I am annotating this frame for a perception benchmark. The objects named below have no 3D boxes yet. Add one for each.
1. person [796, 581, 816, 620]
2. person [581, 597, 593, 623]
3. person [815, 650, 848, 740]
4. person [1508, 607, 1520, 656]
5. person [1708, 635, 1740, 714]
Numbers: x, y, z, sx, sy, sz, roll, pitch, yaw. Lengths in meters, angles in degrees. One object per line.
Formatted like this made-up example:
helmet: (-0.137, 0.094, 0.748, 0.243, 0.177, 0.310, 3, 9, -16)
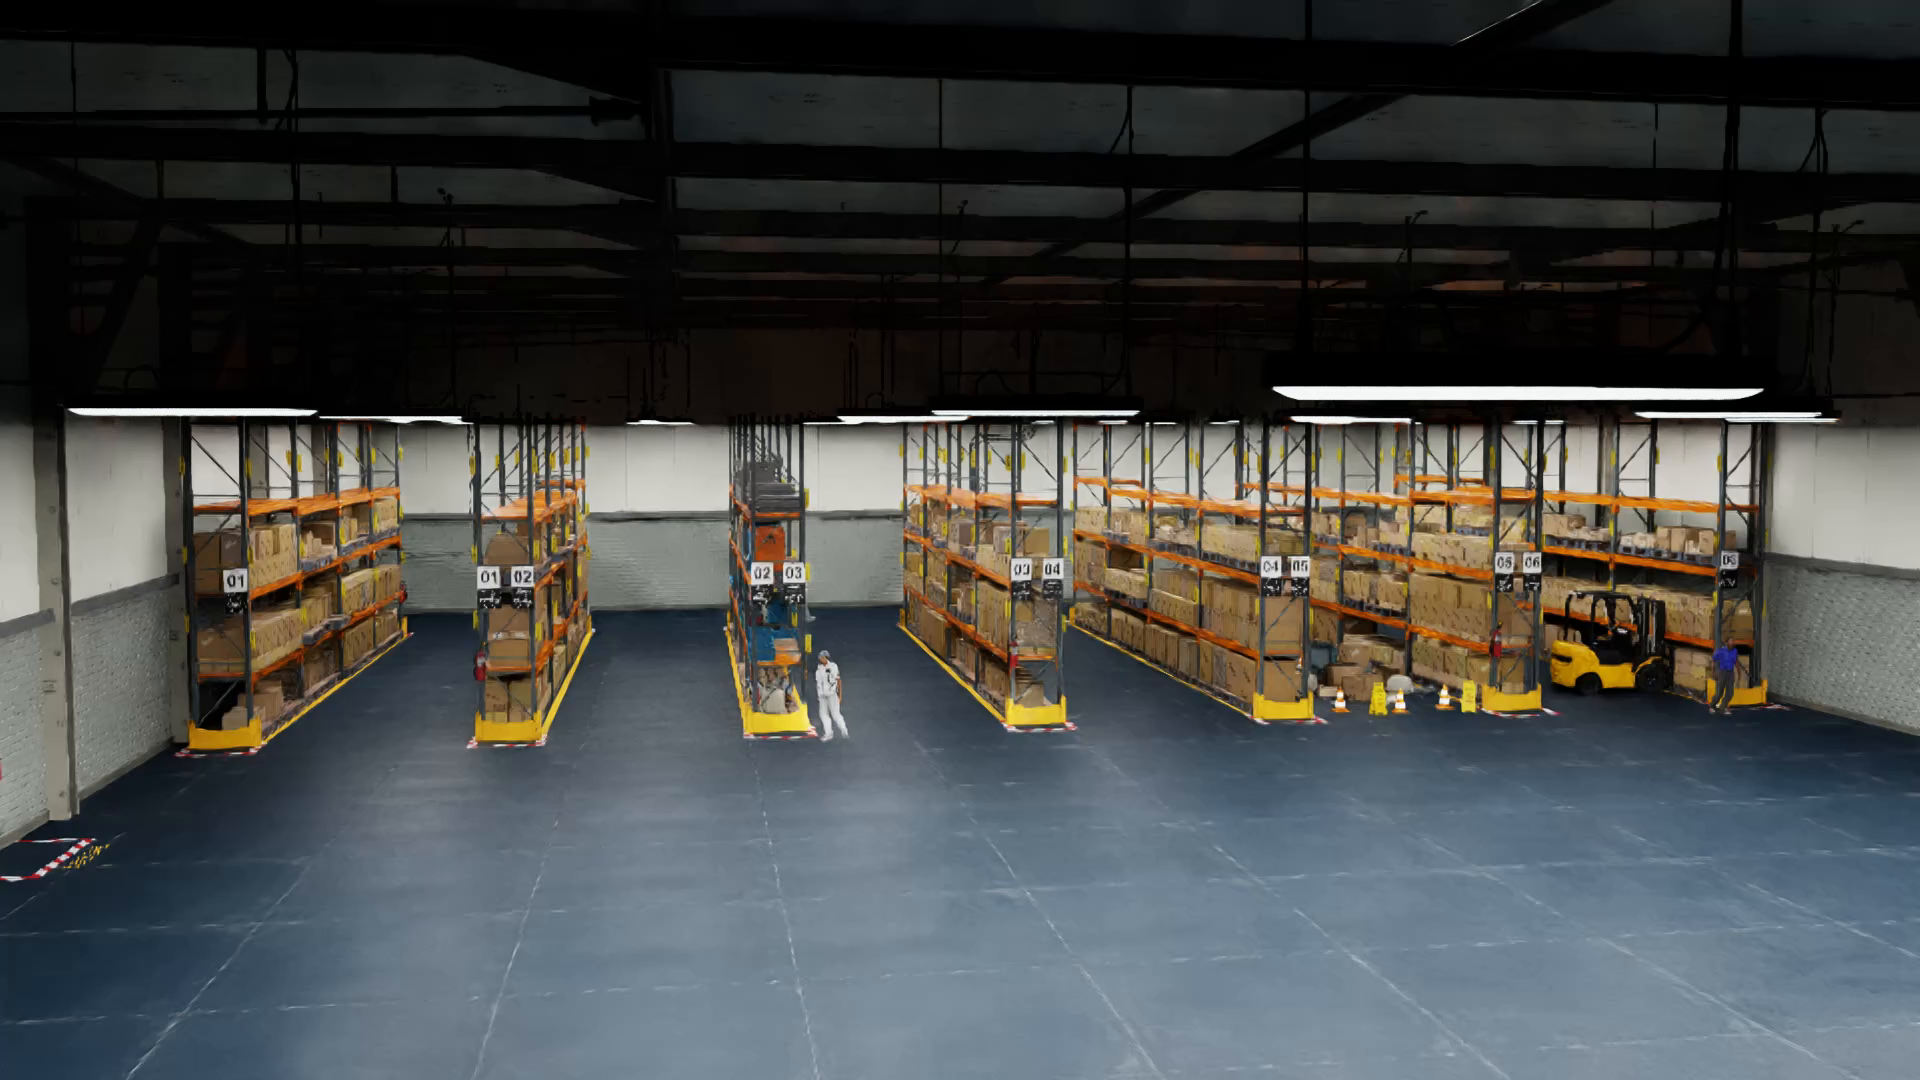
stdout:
person: (-4.655, 1.495, 48.921, 0.578, 1.774, 0.738, 2, 5, 31)
person: (-11.042, 1.632, 48.338, 0.479, 1.622, 0.951, -2, 5, -32)
person: (-2.388, 2.829, 30.506, 0.515, 1.655, 0.560, 2, 4, 28)
person: (12.409, 2.333, 37.380, 0.477, 1.675, 0.493, 2, 4, 21)
person: (15.212, 2.679, 33.088, 0.593, 1.603, 0.509, -1, 4, -11)
